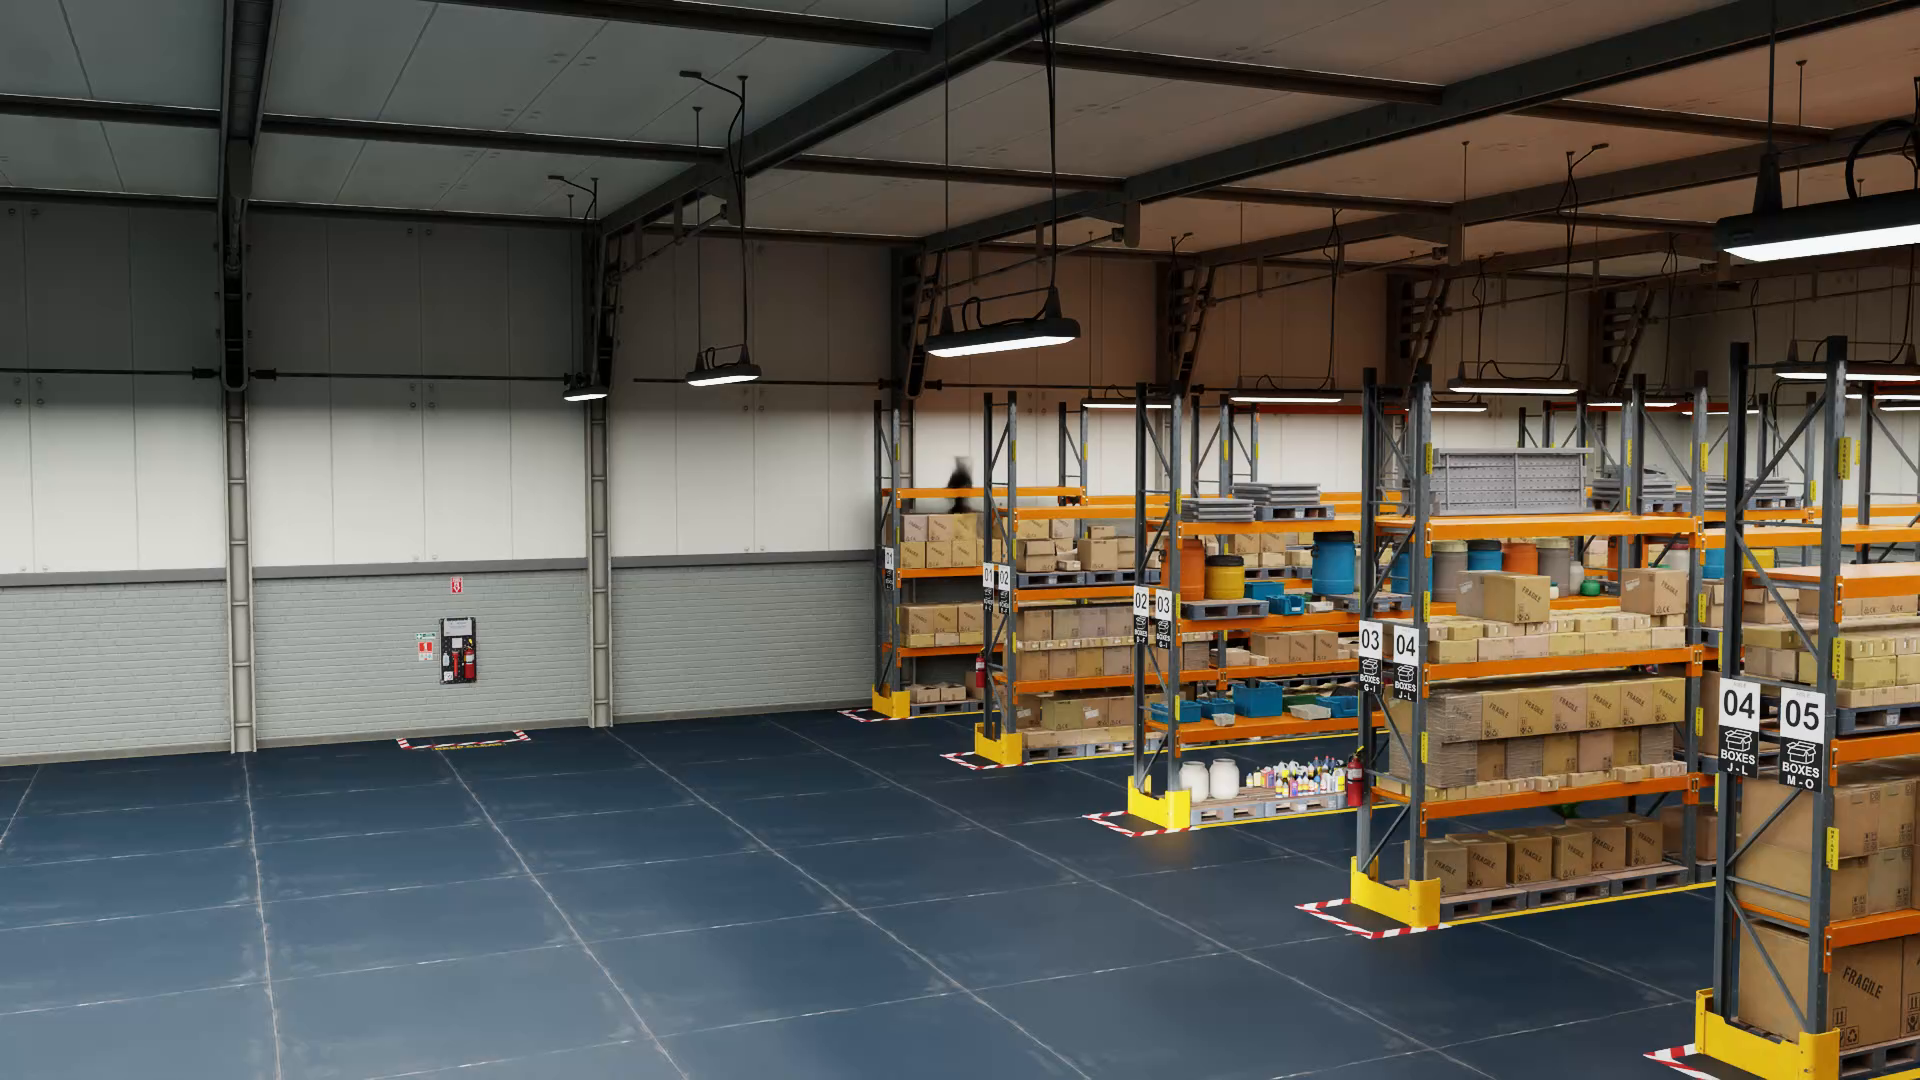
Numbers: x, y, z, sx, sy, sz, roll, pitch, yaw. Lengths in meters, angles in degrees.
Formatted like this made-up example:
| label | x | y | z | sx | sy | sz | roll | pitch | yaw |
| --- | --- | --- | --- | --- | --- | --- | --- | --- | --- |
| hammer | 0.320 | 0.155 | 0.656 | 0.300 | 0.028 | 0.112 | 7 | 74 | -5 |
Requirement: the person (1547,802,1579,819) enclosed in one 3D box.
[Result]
| label | x | y | z | sx | sy | sz | roll | pitch | yaw |
| --- | --- | --- | --- | --- | --- | --- | --- | --- | --- |
| person | 7.812 | 3.045 | 21.353 | 0.610 | 1.743 | 0.640 | -2 | 4 | -28 |
